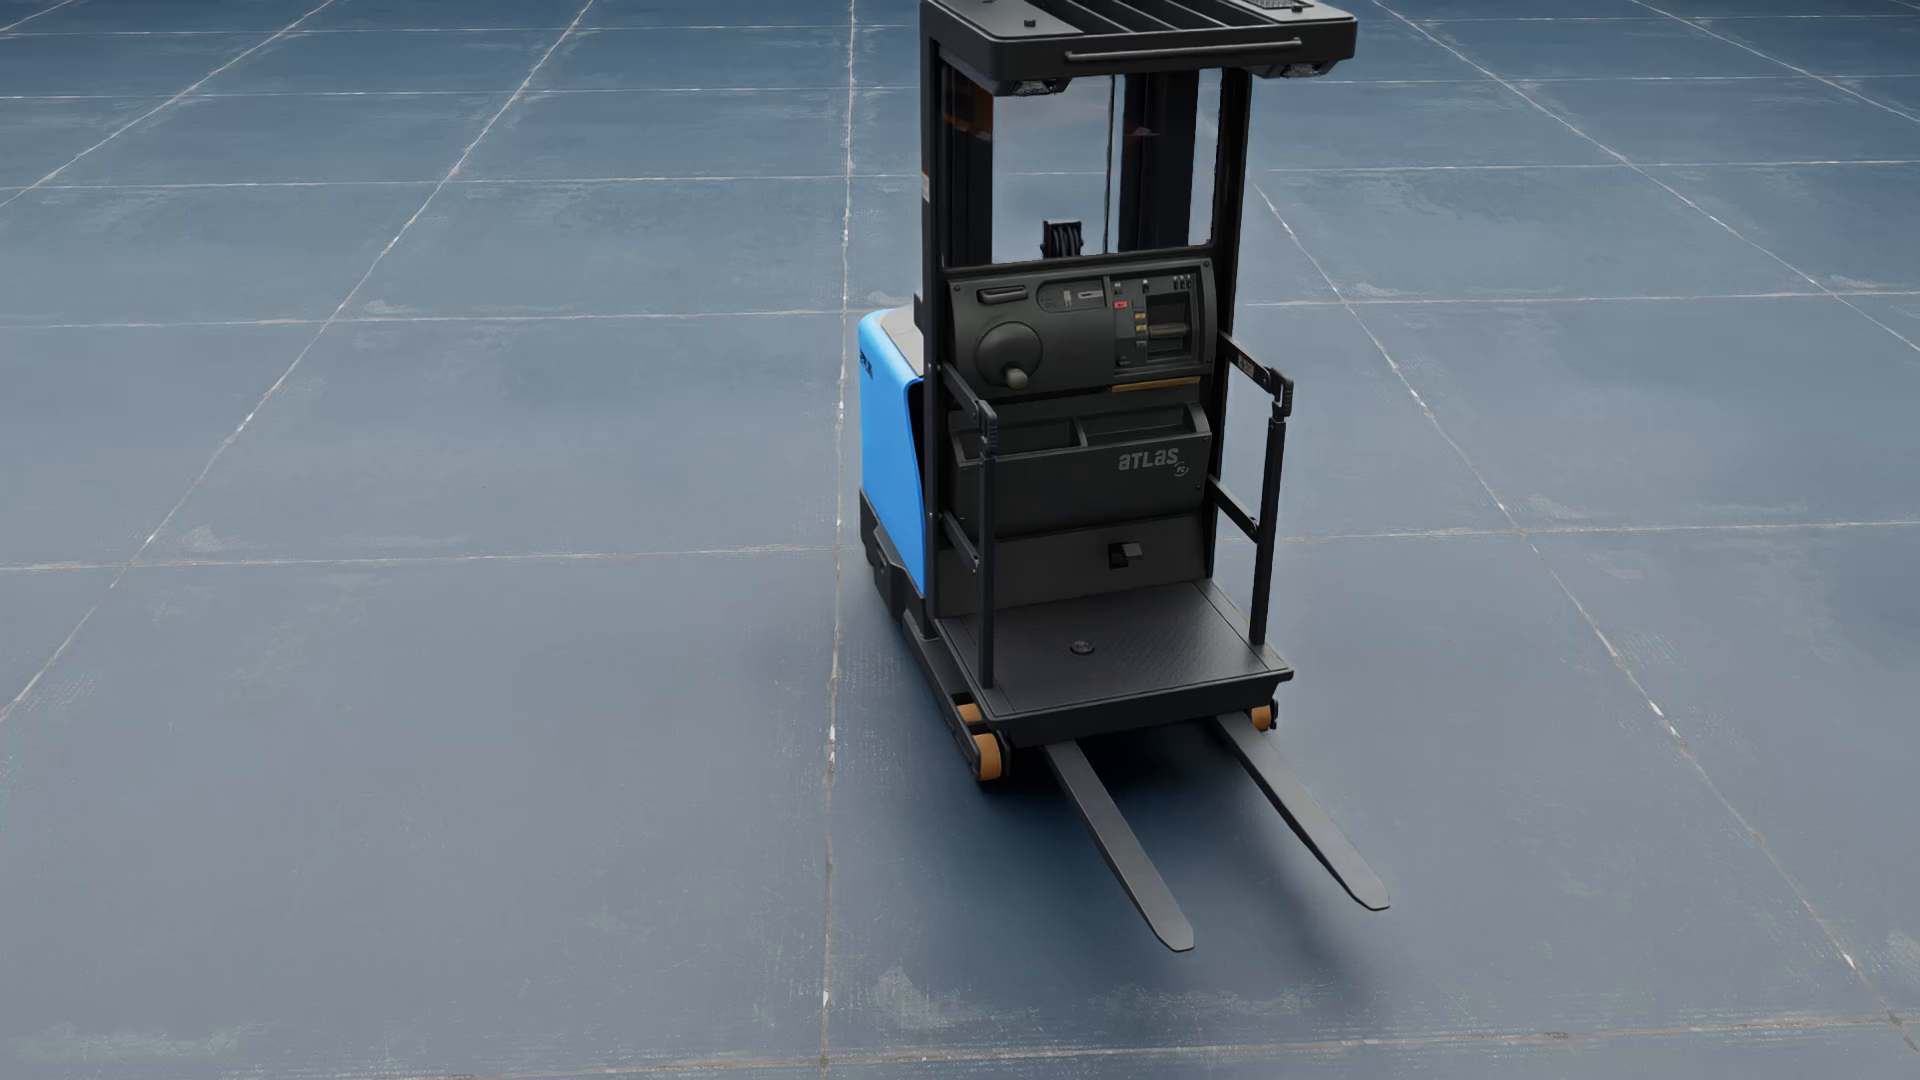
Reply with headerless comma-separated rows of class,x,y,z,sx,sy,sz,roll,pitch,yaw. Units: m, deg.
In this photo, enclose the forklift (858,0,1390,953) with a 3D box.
forklift,0.483,-0.680,5.385,1.130,2.935,3.031,-8,29,-15
